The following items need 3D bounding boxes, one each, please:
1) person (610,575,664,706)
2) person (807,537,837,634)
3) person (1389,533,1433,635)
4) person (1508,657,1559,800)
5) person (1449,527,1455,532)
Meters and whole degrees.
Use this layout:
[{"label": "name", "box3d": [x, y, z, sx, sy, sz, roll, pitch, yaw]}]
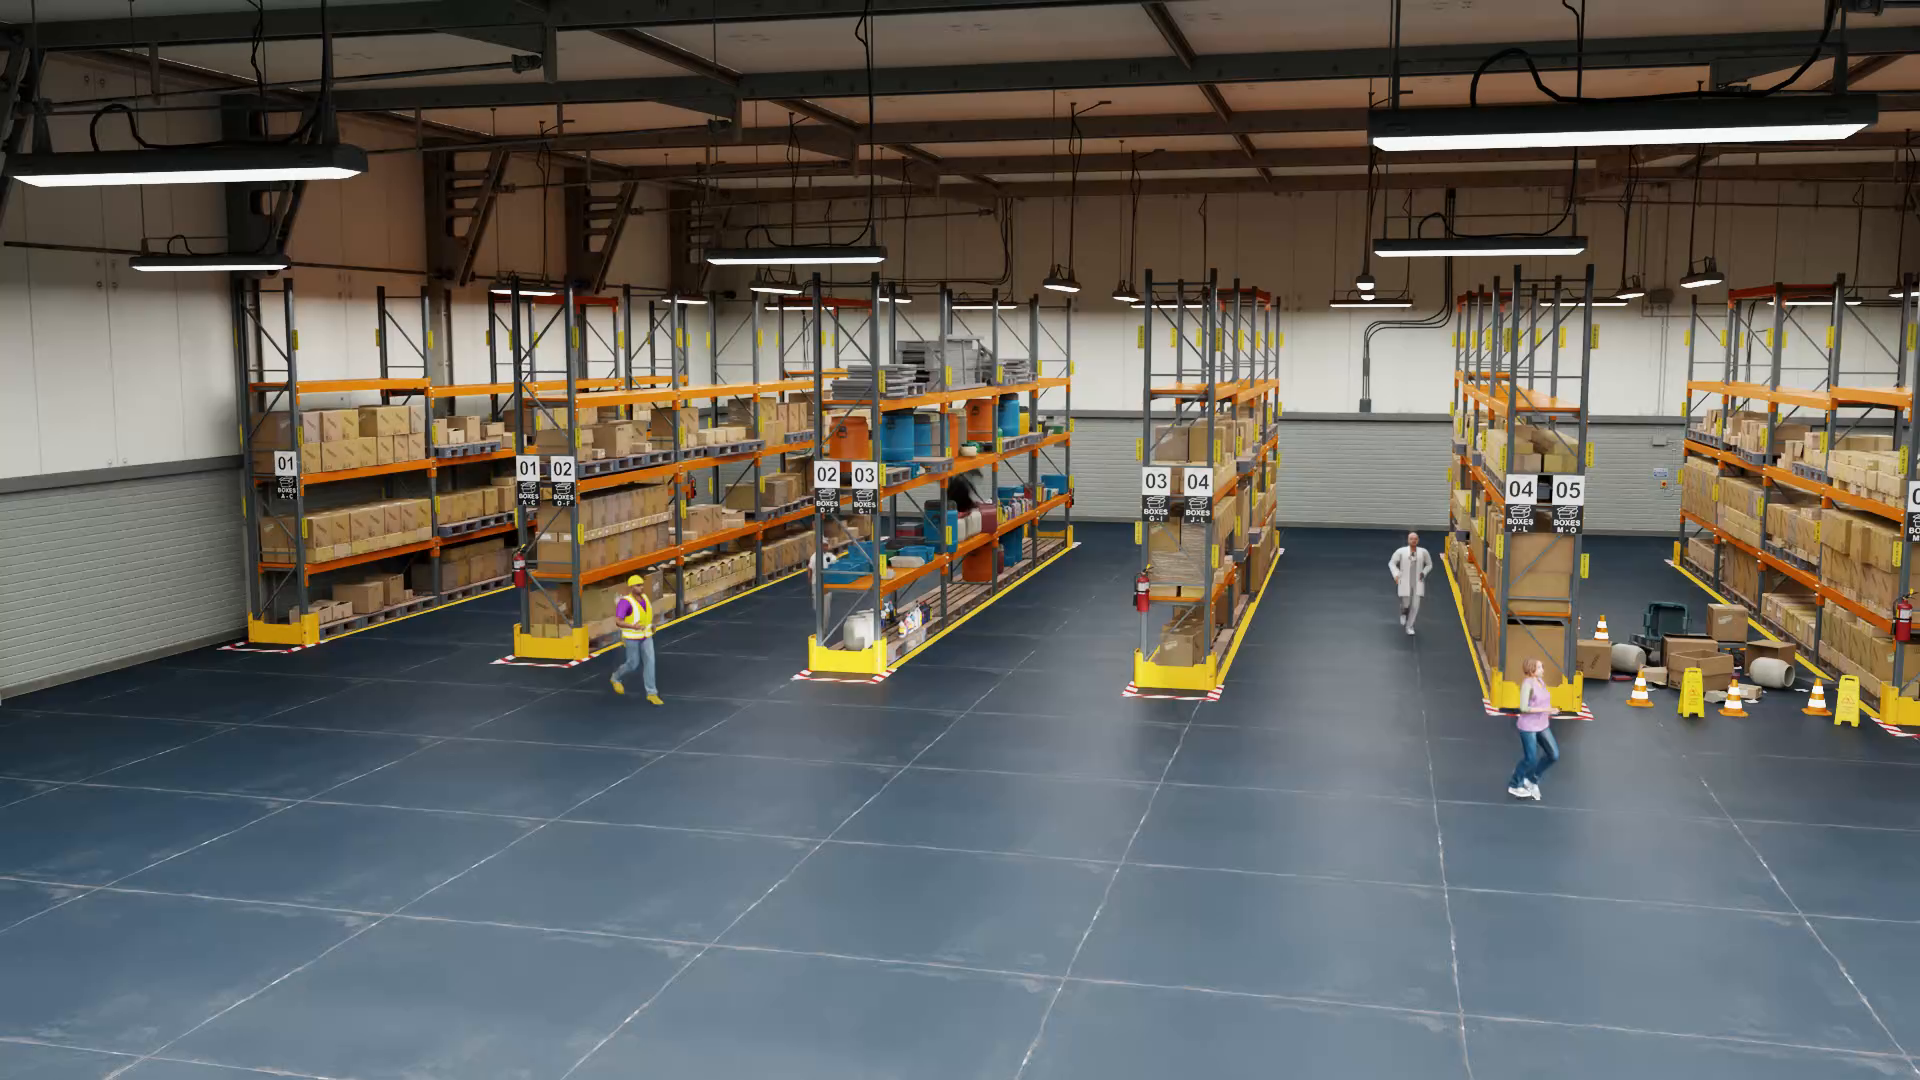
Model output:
[{"label": "person", "box3d": [-4.484, 1.368, 23.024, 0.952, 1.784, 0.715, 5, 9, 37]}, {"label": "person", "box3d": [-2.331, 0.765, 28.191, 0.574, 1.657, 0.562, 1, 7, 5]}, {"label": "person", "box3d": [7.713, 0.738, 28.435, 0.726, 1.734, 0.702, 1, 7, 5]}, {"label": "person", "box3d": [6.261, 2.055, 18.050, 0.516, 1.582, 0.608, -5, 9, -38]}, {"label": "person", "box3d": [11.895, -0.579, 39.481, 0.797, 1.711, 0.723, 5, 8, 35]}]
